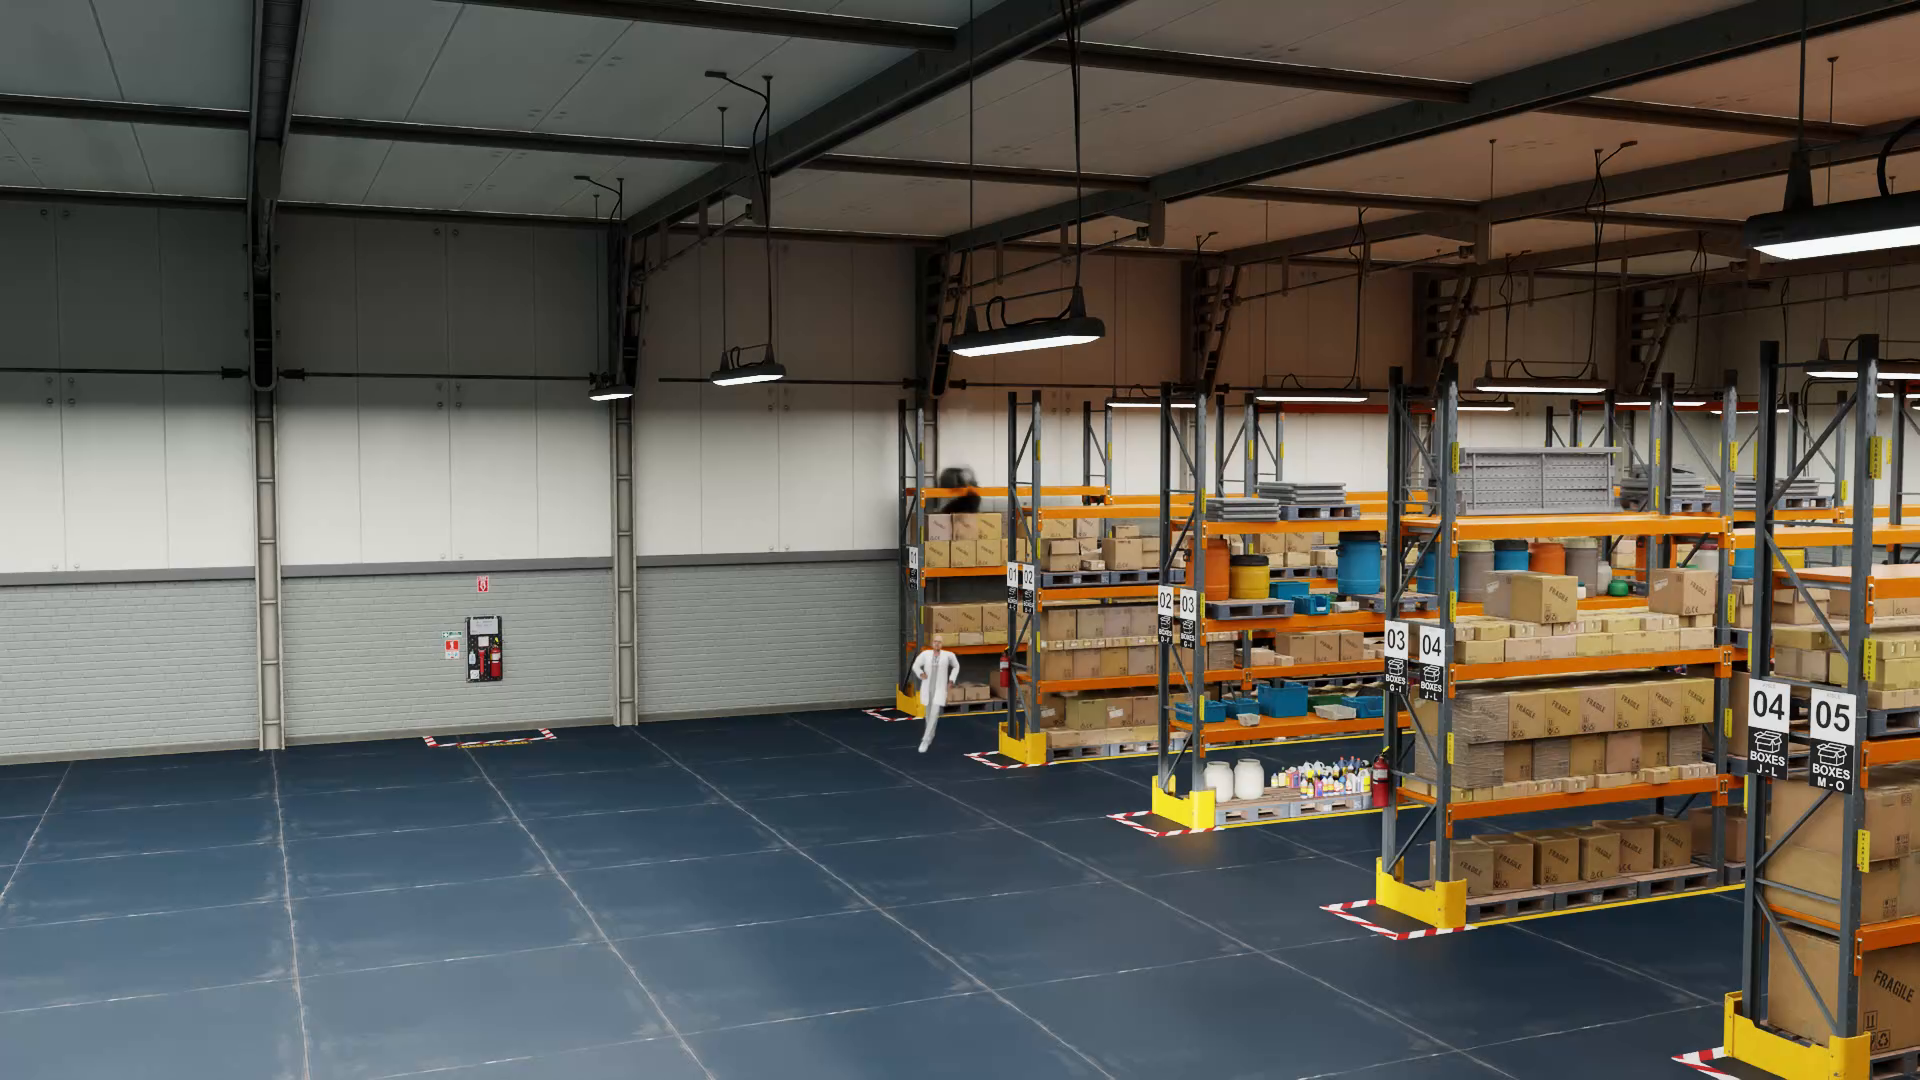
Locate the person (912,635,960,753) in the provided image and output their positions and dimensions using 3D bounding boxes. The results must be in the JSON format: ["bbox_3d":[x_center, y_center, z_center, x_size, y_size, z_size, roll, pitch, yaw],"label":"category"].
[{"bbox_3d":[-0.419,2.435,26.613,0.718,1.821,0.882,1,3,14],"label":"person"}]

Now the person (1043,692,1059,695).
[{"bbox_3d":[1.510,2.285,29.340,0.835,1.764,0.691,-2,4,-36],"label":"person"}]
